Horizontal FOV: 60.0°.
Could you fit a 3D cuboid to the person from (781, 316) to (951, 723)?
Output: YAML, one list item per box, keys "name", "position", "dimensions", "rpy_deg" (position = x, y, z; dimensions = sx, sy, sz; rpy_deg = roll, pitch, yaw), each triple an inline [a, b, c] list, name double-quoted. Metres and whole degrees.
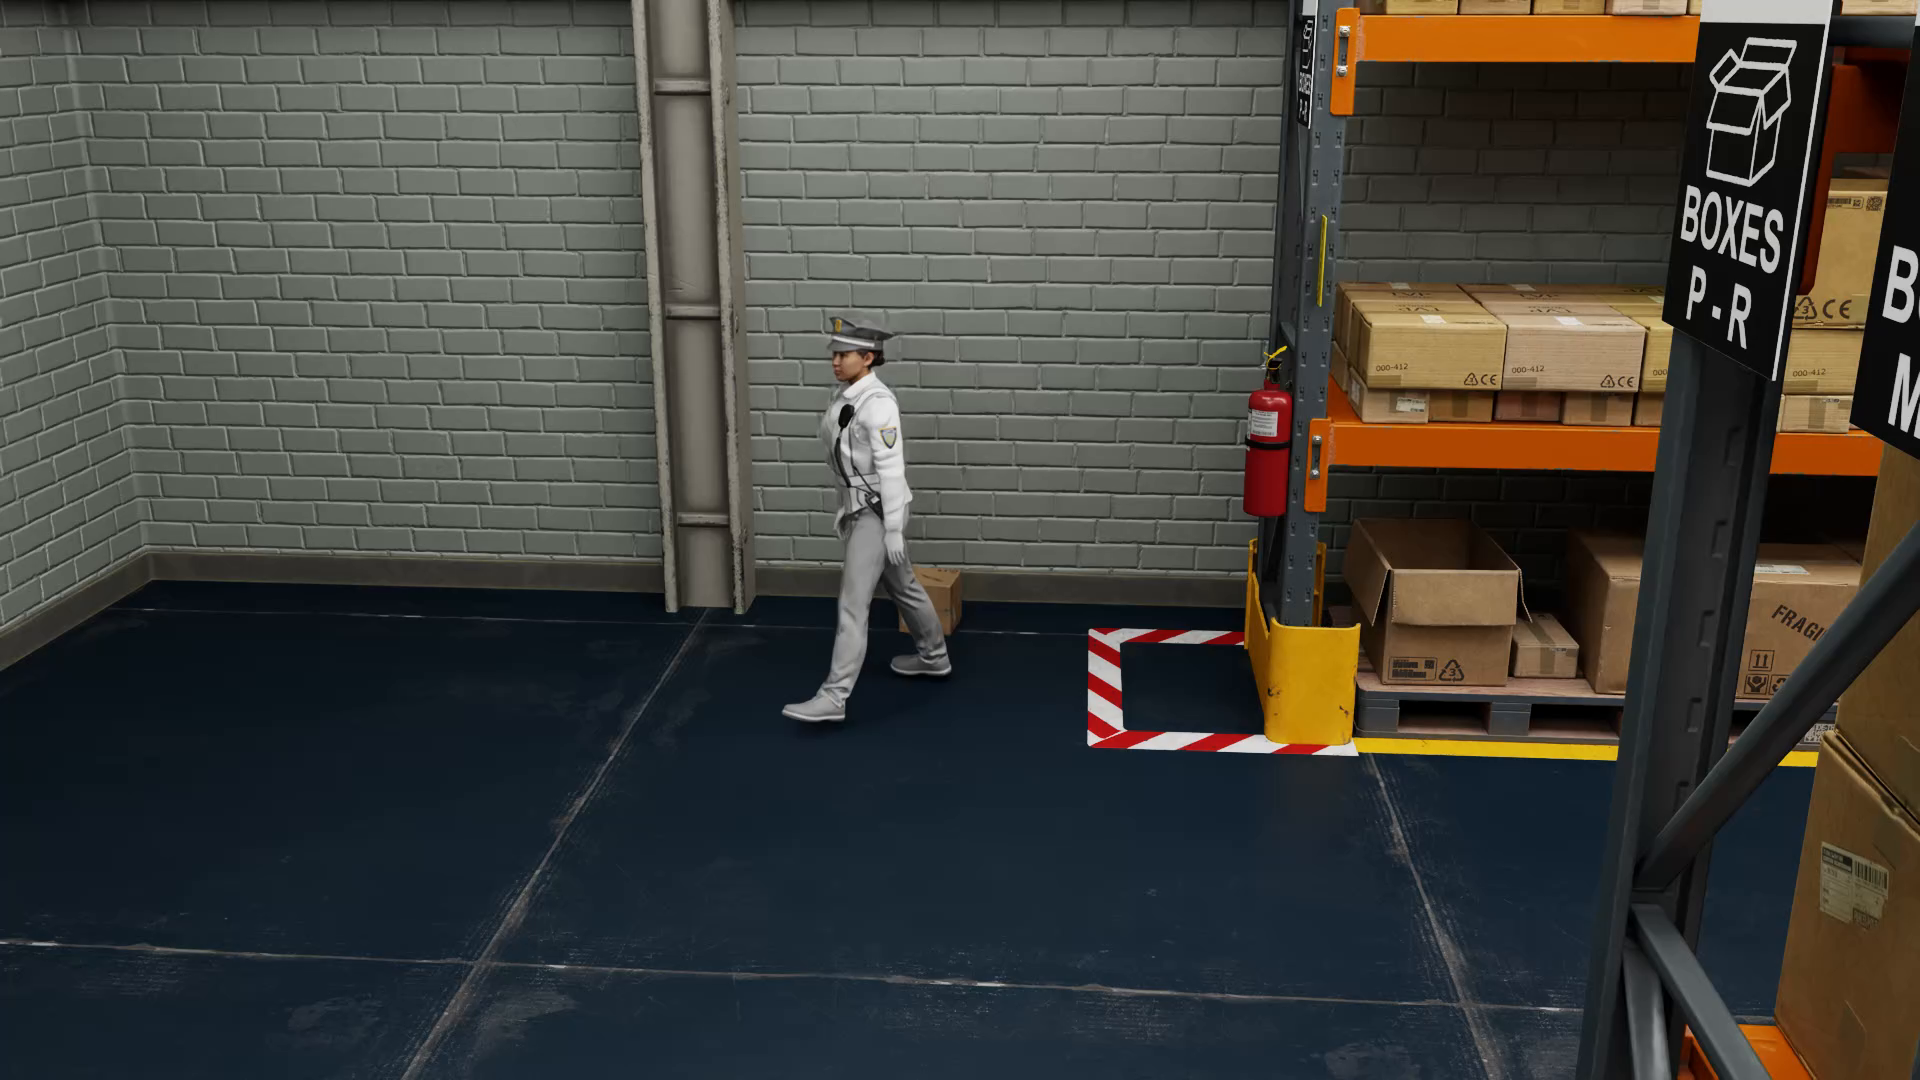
- name: "person"
  position: [-0.398, -0.107, 6.832]
  dimensions: [0.845, 1.641, 0.615]
  rpy_deg: [-6, 19, -18]
